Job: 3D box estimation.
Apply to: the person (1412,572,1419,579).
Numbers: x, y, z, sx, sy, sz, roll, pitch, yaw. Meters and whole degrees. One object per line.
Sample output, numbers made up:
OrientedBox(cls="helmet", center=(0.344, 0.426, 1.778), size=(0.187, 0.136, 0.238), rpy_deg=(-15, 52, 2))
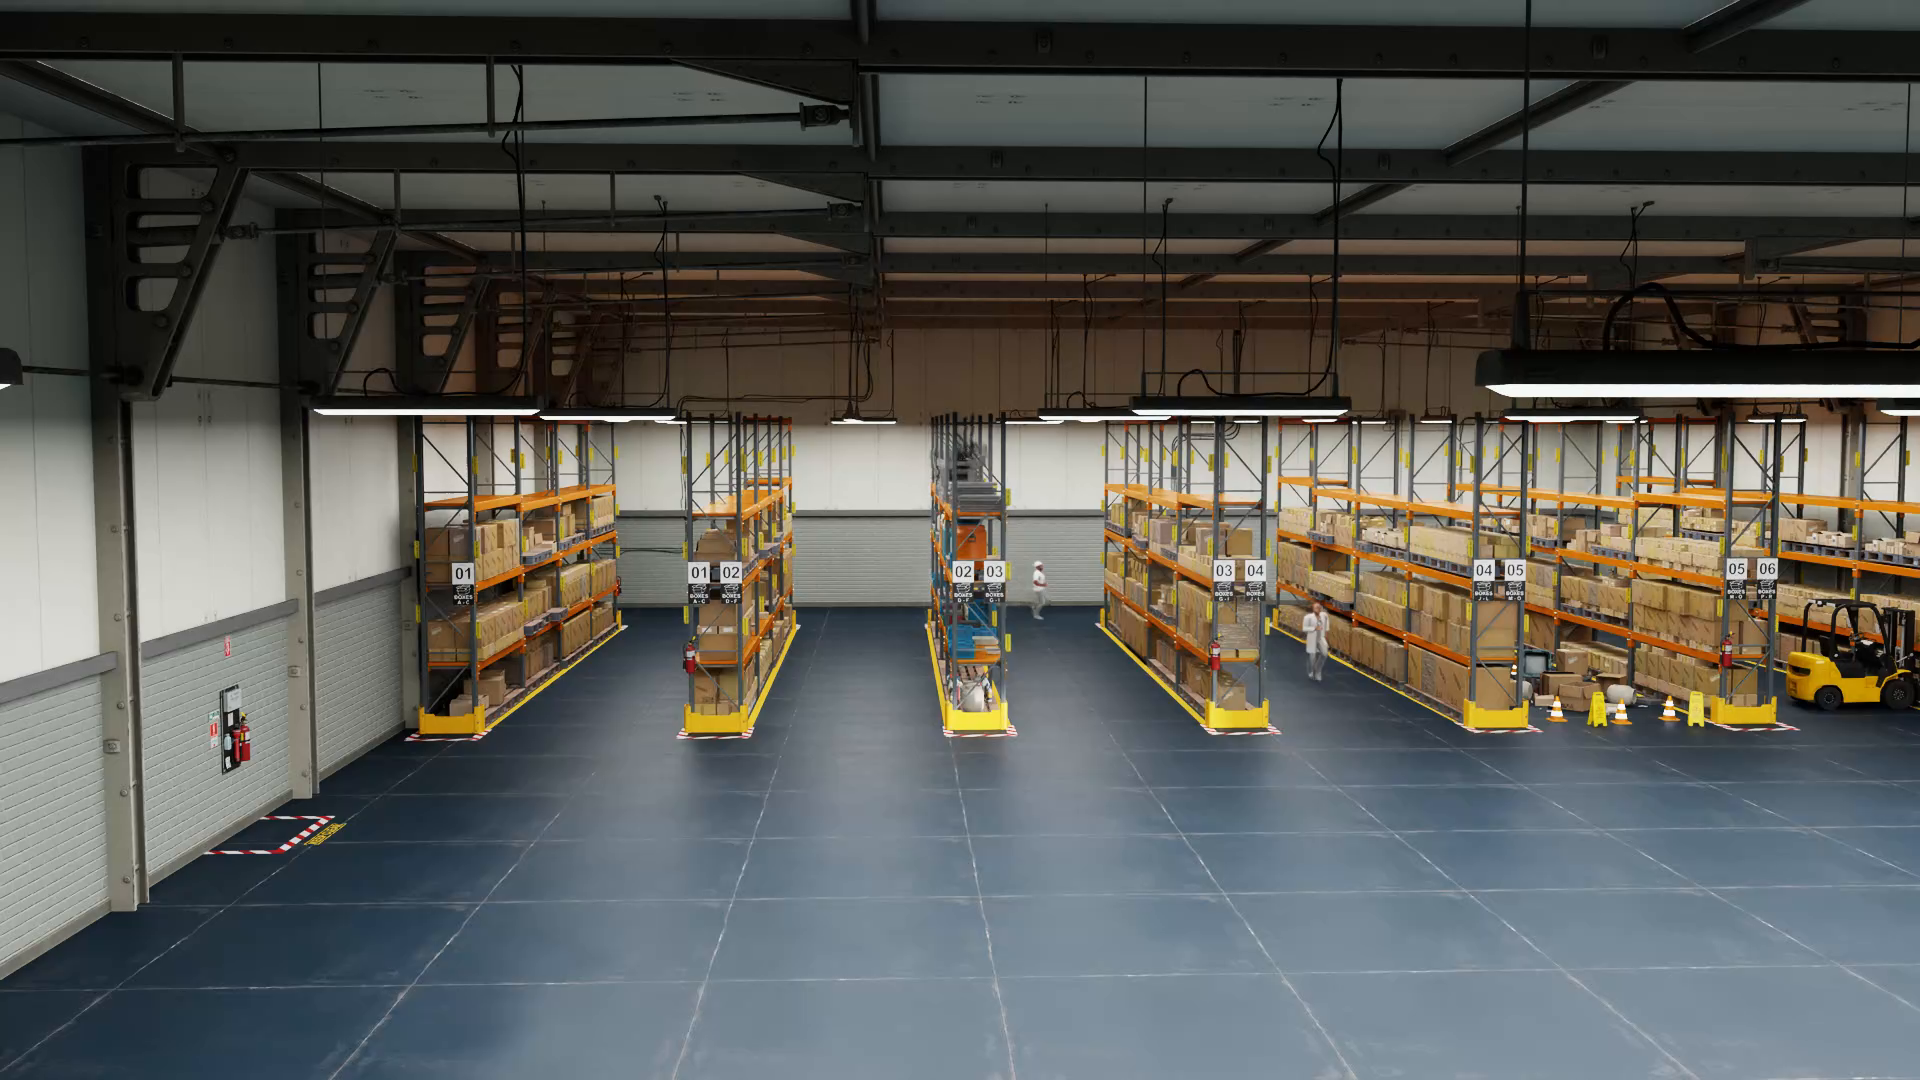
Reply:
OrientedBox(cls="person", center=(13.383, 1.530, 49.229), size=(0.844, 1.661, 0.584), rpy_deg=(0, 4, 2))

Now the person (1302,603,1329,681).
OrientedBox(cls="person", center=(8.039, 2.288, 37.471), size=(0.752, 1.769, 0.885), rpy_deg=(-1, 4, -11))

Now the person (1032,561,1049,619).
OrientedBox(cls="person", center=(2.379, 1.487, 49.504), size=(0.526, 1.721, 0.770), rpy_deg=(1, 4, 11))

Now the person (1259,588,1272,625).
OrientedBox(cls="person", center=(8.122, 1.888, 44.795), size=(0.508, 1.650, 0.719), rpy_deg=(0, 4, -2))
